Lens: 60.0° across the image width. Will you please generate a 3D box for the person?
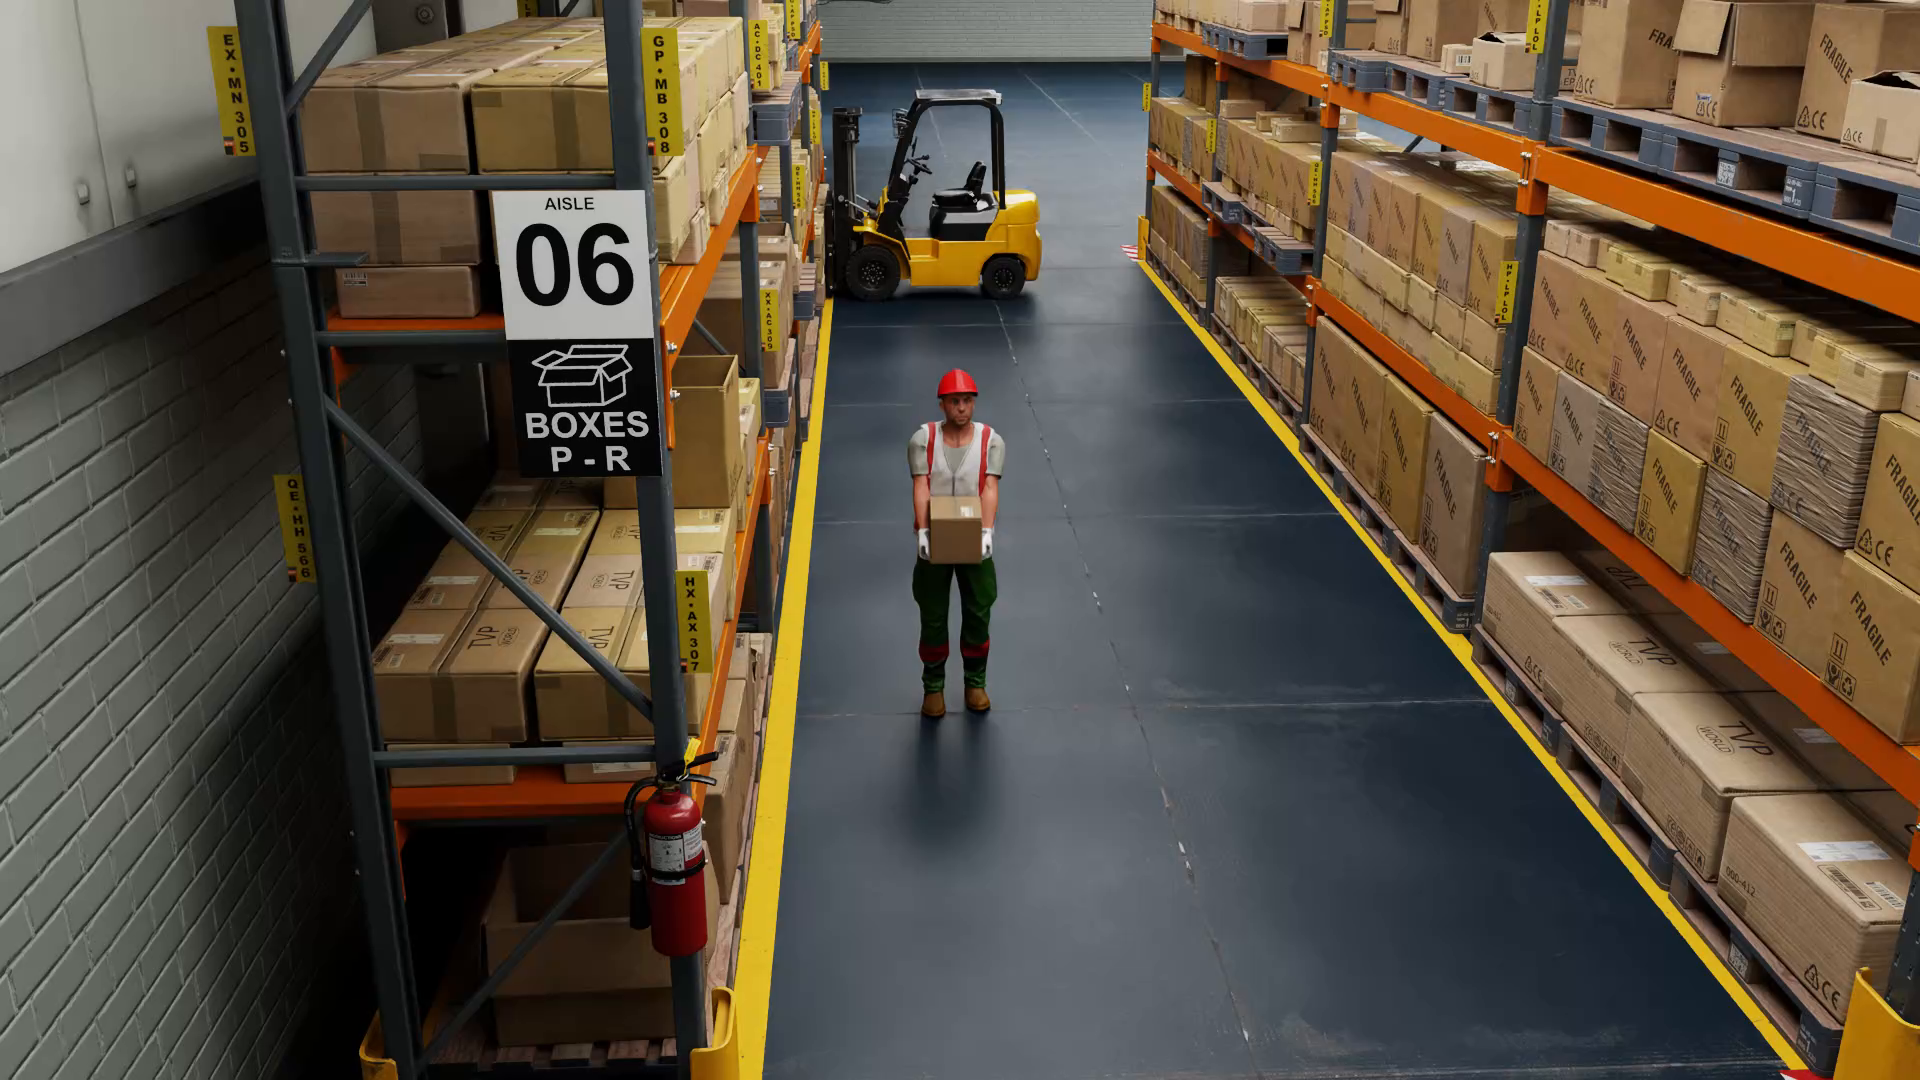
[{"bbox_3d":[-0.014,0.044,8.428,0.494,1.783,0.559,-1,20,-2],"label":"person"}]
